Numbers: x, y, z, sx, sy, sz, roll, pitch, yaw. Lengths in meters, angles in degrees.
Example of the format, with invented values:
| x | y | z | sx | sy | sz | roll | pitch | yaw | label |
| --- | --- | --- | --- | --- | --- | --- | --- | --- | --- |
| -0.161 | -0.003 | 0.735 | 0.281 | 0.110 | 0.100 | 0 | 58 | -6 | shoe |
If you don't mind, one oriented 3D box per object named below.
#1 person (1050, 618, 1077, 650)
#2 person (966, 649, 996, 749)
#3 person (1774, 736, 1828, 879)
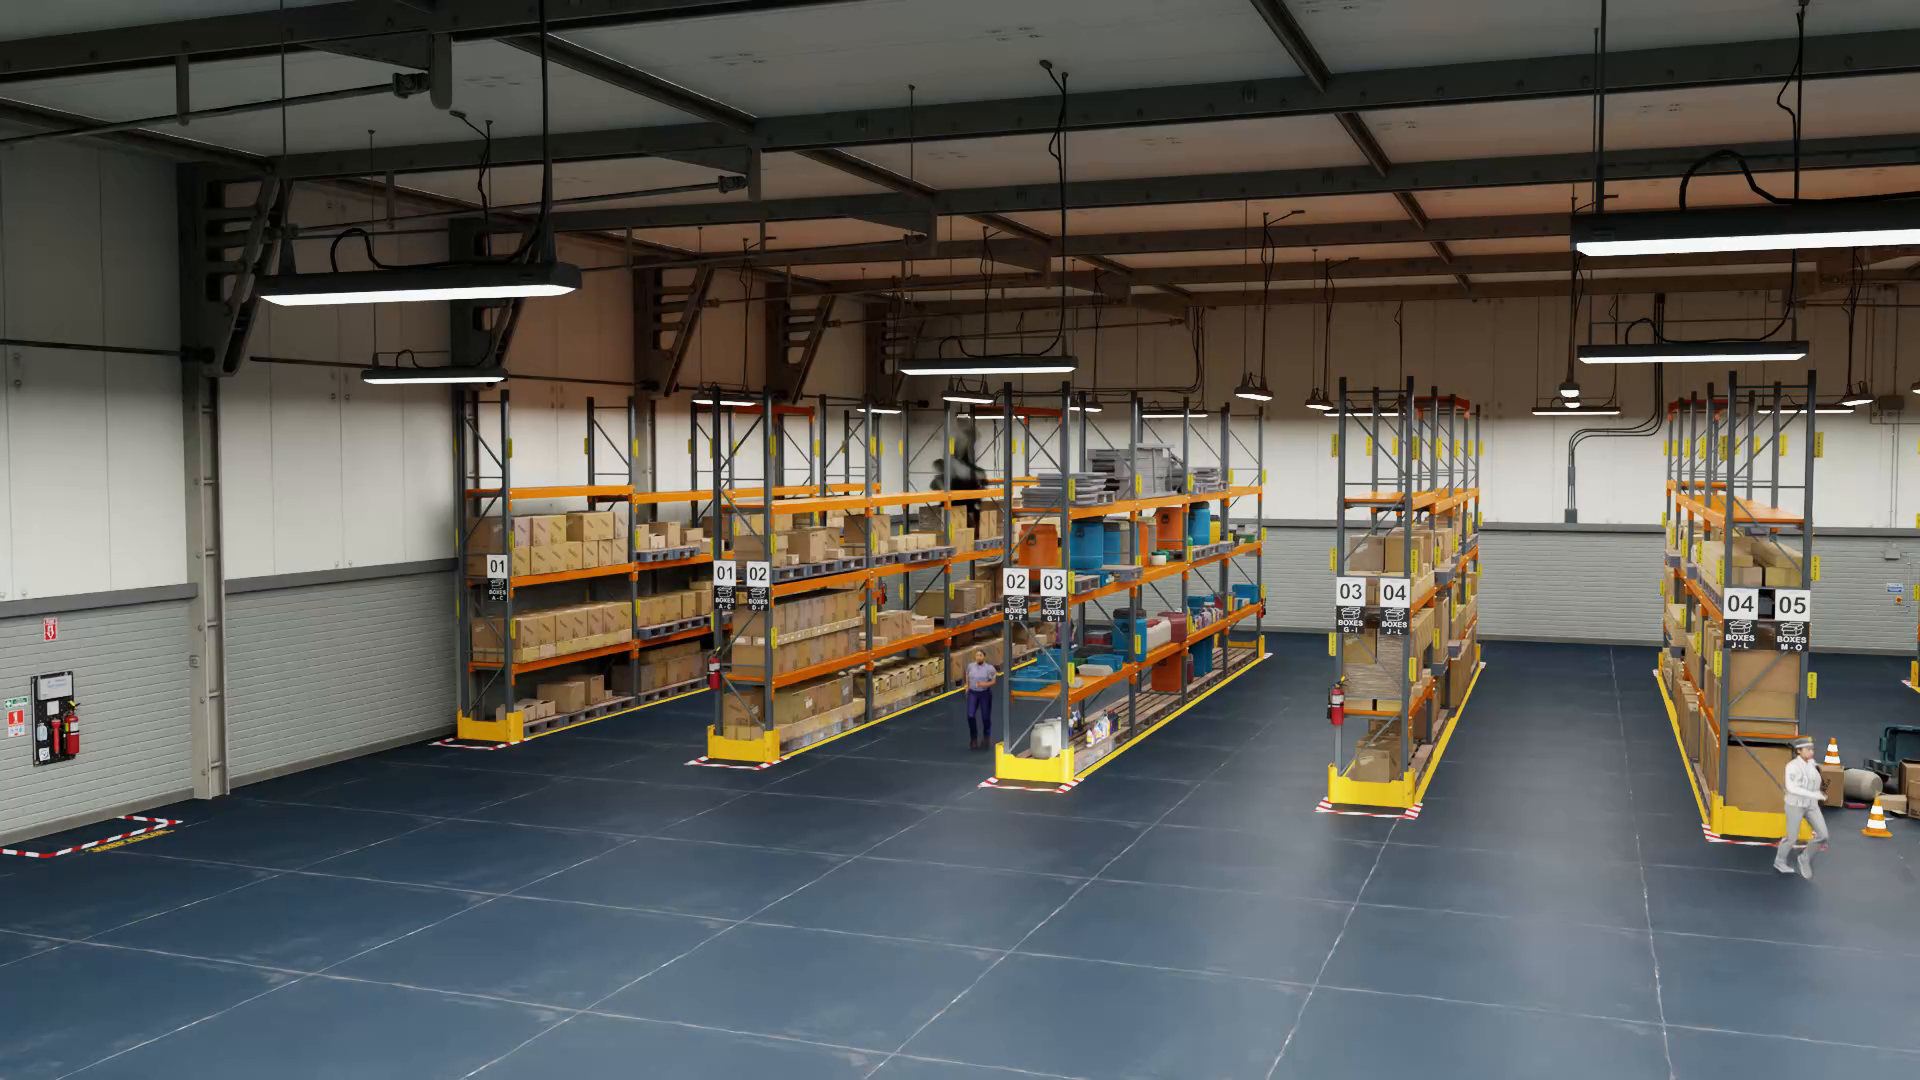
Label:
| x | y | z | sx | sy | sz | roll | pitch | yaw | label |
| --- | --- | --- | --- | --- | --- | --- | --- | --- | --- |
| 2.211 | 2.239 | 35.635 | 0.544 | 1.572 | 0.891 | 1 | 3 | 12 | person |
| 0.336 | 2.670 | 27.821 | 0.570 | 1.666 | 0.774 | 1 | 3 | 12 | person |
| 9.785 | 3.098 | 19.276 | 0.577 | 1.680 | 0.750 | -1 | 3 | -17 | person |
